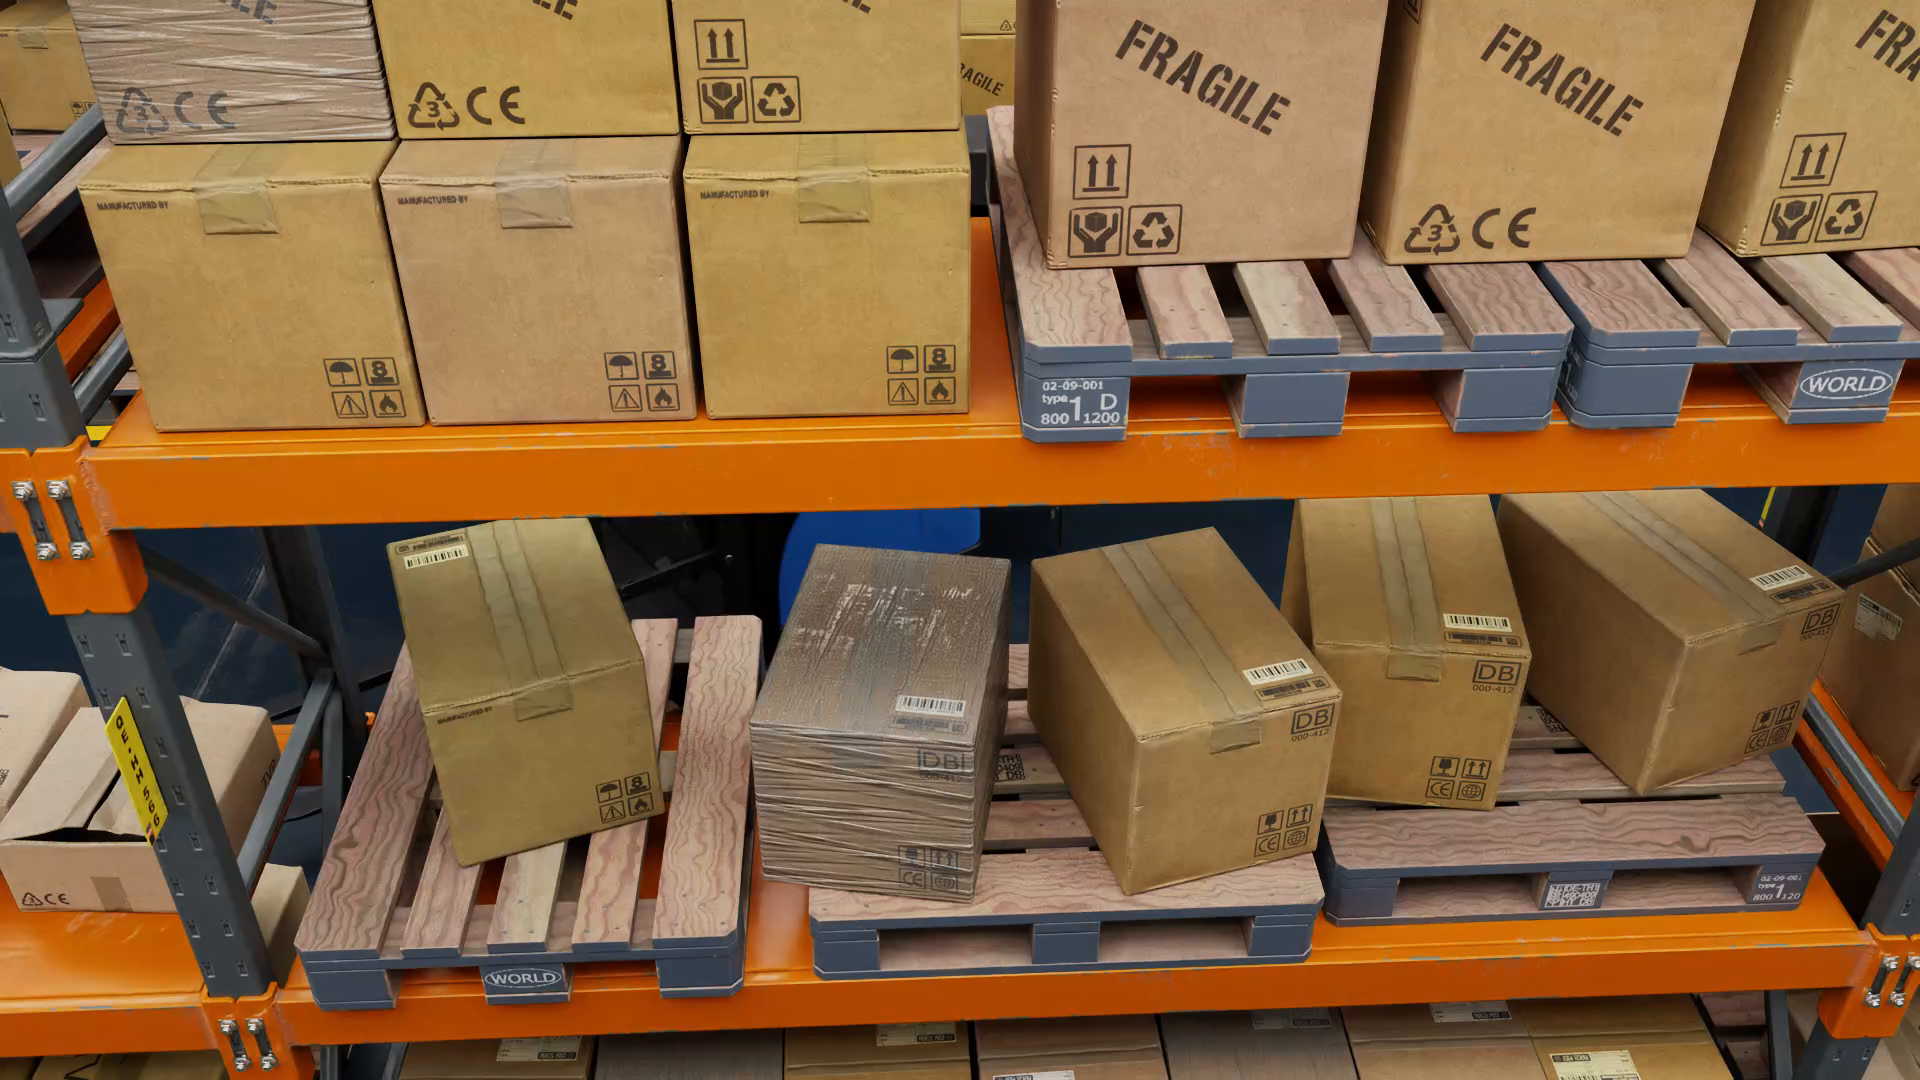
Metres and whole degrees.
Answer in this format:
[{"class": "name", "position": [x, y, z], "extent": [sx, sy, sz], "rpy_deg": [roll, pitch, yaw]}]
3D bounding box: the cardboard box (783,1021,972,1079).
[{"class": "cardboard box", "position": [-0.223, 1.607, 4.602], "extent": [0.500, 0.500, 0.500], "rpy_deg": [-2, 35, -3]}]

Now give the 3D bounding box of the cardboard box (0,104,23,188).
[{"class": "cardboard box", "position": [-2.165, -0.662, 3.198], "extent": [0.500, 0.250, 0.500], "rpy_deg": [-4, 35, -6]}]

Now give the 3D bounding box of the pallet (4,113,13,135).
[{"class": "pallet", "position": [-5.178, -1.929, 8.070], "extent": [1.213, 0.211, 1.003], "rpy_deg": [-2, 35, -2]}]

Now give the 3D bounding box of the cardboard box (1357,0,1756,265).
[{"class": "cardboard box", "position": [1.108, -0.955, 3.314], "extent": [0.600, 0.600, 0.600], "rpy_deg": [-2, 35, -3]}]

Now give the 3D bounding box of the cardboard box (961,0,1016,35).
[{"class": "cardboard box", "position": [0.058, -2.571, 7.804], "extent": [0.500, 0.250, 0.500], "rpy_deg": [-2, 35, -3]}]

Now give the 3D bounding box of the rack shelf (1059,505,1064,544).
[{"class": "rack shelf", "position": [0.214, -0.304, 7.599], "extent": [0.480, 0.518, 0.431], "rpy_deg": [-2, 35, -3]}]

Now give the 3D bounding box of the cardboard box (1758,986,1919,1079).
[{"class": "cardboard box", "position": [2.710, 1.567, 4.827], "extent": [0.500, 0.311, 0.500], "rpy_deg": [-2, 35, -2]}]

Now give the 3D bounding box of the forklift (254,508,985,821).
[{"class": "forklift", "position": [-1.381, -0.685, 6.164], "extent": [3.031, 2.935, 1.130], "rpy_deg": [-23, 41, -29]}]

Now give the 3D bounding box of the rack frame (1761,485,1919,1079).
[{"class": "rack frame", "position": [2.281, 0.530, 4.348], "extent": [0.127, 3.000, 1.000], "rpy_deg": [-2, 35, -2]}]

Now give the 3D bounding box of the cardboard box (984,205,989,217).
[{"class": "cardboard box", "position": [0.512, -1.457, 8.740], "extent": [0.750, 0.750, 0.750], "rpy_deg": [-1, 35, -1]}]

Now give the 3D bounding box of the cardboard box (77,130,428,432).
[{"class": "cardboard box", "position": [-1.281, -0.667, 3.355], "extent": [0.500, 0.500, 0.910], "rpy_deg": [-2, 35, -2]}]

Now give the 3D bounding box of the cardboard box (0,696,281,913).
[{"class": "cardboard box", "position": [-2.080, 0.660, 4.239], "extent": [0.500, 0.311, 0.500], "rpy_deg": [1, 35, 1]}]

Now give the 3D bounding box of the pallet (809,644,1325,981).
[{"class": "pallet", "position": [0.228, 0.662, 4.326], "extent": [1.213, 0.211, 1.003], "rpy_deg": [-2, 35, -2]}]

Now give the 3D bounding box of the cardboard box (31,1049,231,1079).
[{"class": "cardboard box", "position": [-2.226, 1.519, 4.473], "extent": [0.500, 0.311, 0.500], "rpy_deg": [-1, 35, -1]}]

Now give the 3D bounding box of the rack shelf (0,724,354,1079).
[{"class": "rack shelf", "position": [-3.713, 0.988, 4.319], "extent": [4.000, 0.370, 1.077], "rpy_deg": [-2, 35, -2]}]

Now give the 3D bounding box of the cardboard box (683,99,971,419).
[{"class": "cardboard box", "position": [-0.252, -0.695, 3.395], "extent": [0.500, 0.500, 0.910], "rpy_deg": [-2, 35, -2]}]

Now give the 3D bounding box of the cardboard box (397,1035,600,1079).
[{"class": "cardboard box", "position": [-1.247, 1.635, 4.561], "extent": [0.500, 0.500, 0.500], "rpy_deg": [0, 35, 0]}]

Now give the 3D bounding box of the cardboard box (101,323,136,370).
[{"class": "cardboard box", "position": [-4.189, -1.286, 8.782], "extent": [0.500, 0.500, 0.700], "rpy_deg": [-1, 35, -2]}]

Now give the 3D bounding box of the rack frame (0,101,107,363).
[{"class": "rack frame", "position": [-1.715, -1.829, 2.485], "extent": [0.127, 3.000, 1.000], "rpy_deg": [-2, 35, -2]}]

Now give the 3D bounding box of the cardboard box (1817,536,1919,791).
[{"class": "cardboard box", "position": [2.768, 0.330, 4.550], "extent": [0.500, 0.500, 0.500], "rpy_deg": [-1, 35, -1]}]

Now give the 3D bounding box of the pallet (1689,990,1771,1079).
[{"class": "pallet", "position": [2.967, 1.659, 5.168], "extent": [1.213, 0.211, 1.003], "rpy_deg": [-2, 35, -2]}]

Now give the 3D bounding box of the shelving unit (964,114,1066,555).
[{"class": "shelving unit", "position": [0.214, -0.891, 7.193], "extent": [0.503, 2.100, 0.431], "rpy_deg": [-2, 35, -3]}]

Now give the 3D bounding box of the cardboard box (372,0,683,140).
[{"class": "cardboard box", "position": [-0.769, -1.070, 3.057], "extent": [0.500, 0.500, 0.500], "rpy_deg": [-2, 35, -2]}]

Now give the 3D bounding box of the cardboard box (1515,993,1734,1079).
[{"class": "cardboard box", "position": [1.801, 1.553, 4.680], "extent": [0.500, 0.500, 0.500], "rpy_deg": [-2, 35, -2]}]

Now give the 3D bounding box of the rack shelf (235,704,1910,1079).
[{"class": "rack shelf", "position": [0.283, 0.880, 4.475], "extent": [4.000, 0.370, 1.077], "rpy_deg": [-2, 35, -2]}]

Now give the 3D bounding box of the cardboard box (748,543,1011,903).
[{"class": "cardboard box", "position": [-0.168, 0.427, 4.040], "extent": [0.500, 0.500, 0.700], "rpy_deg": [5, 35, 7]}]

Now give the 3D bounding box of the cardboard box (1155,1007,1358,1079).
[{"class": "cardboard box", "position": [0.806, 1.575, 4.648], "extent": [0.500, 0.500, 0.500], "rpy_deg": [-1, 35, -2]}]

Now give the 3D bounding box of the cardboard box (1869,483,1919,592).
[{"class": "cardboard box", "position": [2.774, -0.083, 4.267], "extent": [0.500, 0.500, 0.500], "rpy_deg": [-1, 35, -2]}]

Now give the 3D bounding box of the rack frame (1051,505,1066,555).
[{"class": "rack frame", "position": [0.457, -0.900, 7.206], "extent": [0.015, 2.100, 0.400], "rpy_deg": [-2, 35, -3]}]

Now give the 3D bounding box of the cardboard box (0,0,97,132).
[{"class": "cardboard box", "position": [-4.224, -2.333, 8.011], "extent": [0.500, 0.500, 0.700], "rpy_deg": [3, 35, 4]}]

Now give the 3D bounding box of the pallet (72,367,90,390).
[{"class": "pallet", "position": [-5.171, -0.945, 8.930], "extent": [1.213, 0.211, 1.003], "rpy_deg": [-2, 35, -2]}]

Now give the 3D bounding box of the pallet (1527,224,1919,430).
[{"class": "pallet", "position": [1.626, -0.648, 3.580], "extent": [1.003, 0.211, 1.213], "rpy_deg": [-2, 35, -2]}]

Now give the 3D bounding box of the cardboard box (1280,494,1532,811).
[{"class": "cardboard box", "position": [1.113, 0.257, 4.286], "extent": [0.500, 0.500, 0.700], "rpy_deg": [4, 35, 5]}]

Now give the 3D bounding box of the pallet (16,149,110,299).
[{"class": "pallet", "position": [-2.388, -0.449, 3.293], "extent": [1.003, 0.211, 1.213], "rpy_deg": [0, 35, 0]}]

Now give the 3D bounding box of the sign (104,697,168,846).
[{"class": "sign", "position": [-1.685, 0.477, 3.407], "extent": [0.005, 0.325, 0.100], "rpy_deg": [-2, 35, -2]}]
